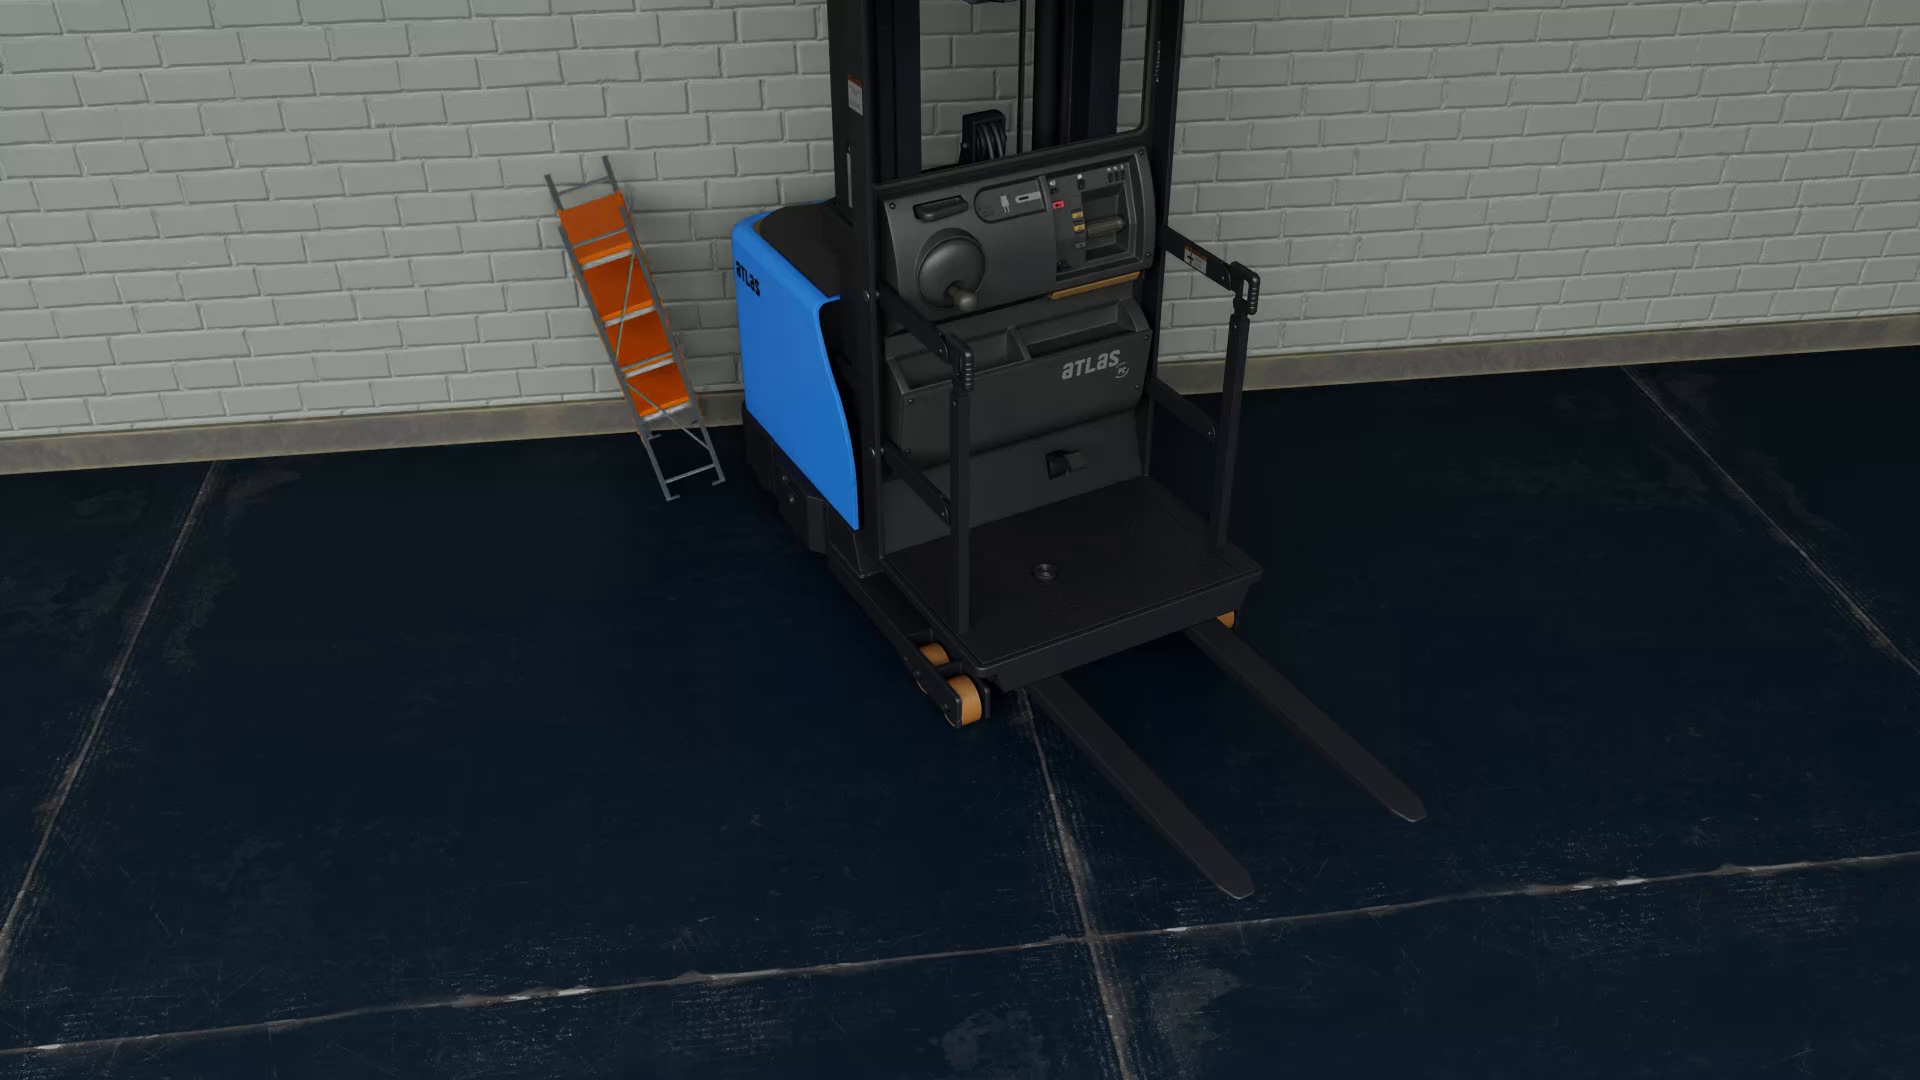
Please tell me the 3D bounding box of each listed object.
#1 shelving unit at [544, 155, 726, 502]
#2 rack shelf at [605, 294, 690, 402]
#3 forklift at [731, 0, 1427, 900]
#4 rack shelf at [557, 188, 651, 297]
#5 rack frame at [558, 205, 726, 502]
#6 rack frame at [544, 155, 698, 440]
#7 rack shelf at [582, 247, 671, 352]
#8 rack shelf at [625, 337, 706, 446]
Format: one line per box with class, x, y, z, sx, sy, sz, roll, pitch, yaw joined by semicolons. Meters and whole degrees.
shelving unit;-1.224;-0.788;6.311;0.258;1.200;0.503;-20;37;-6
rack shelf;-1.210;-0.736;6.351;0.258;0.148;0.480;-20;37;-6
forklift;0.303;-0.903;4.972;1.130;2.935;3.031;-17;38;-24
rack shelf;-1.306;-1.091;6.075;0.258;0.148;0.480;-20;37;-6
rack frame;-1.153;-0.657;6.118;0.240;1.200;0.015;-20;37;-6
rack frame;-1.295;-0.919;6.504;0.240;1.200;0.015;-20;37;-6
rack shelf;-1.256;-0.909;6.217;0.258;0.148;0.480;-20;37;-6
rack shelf;-1.168;-0.583;6.471;0.258;0.148;0.480;-20;37;-6
